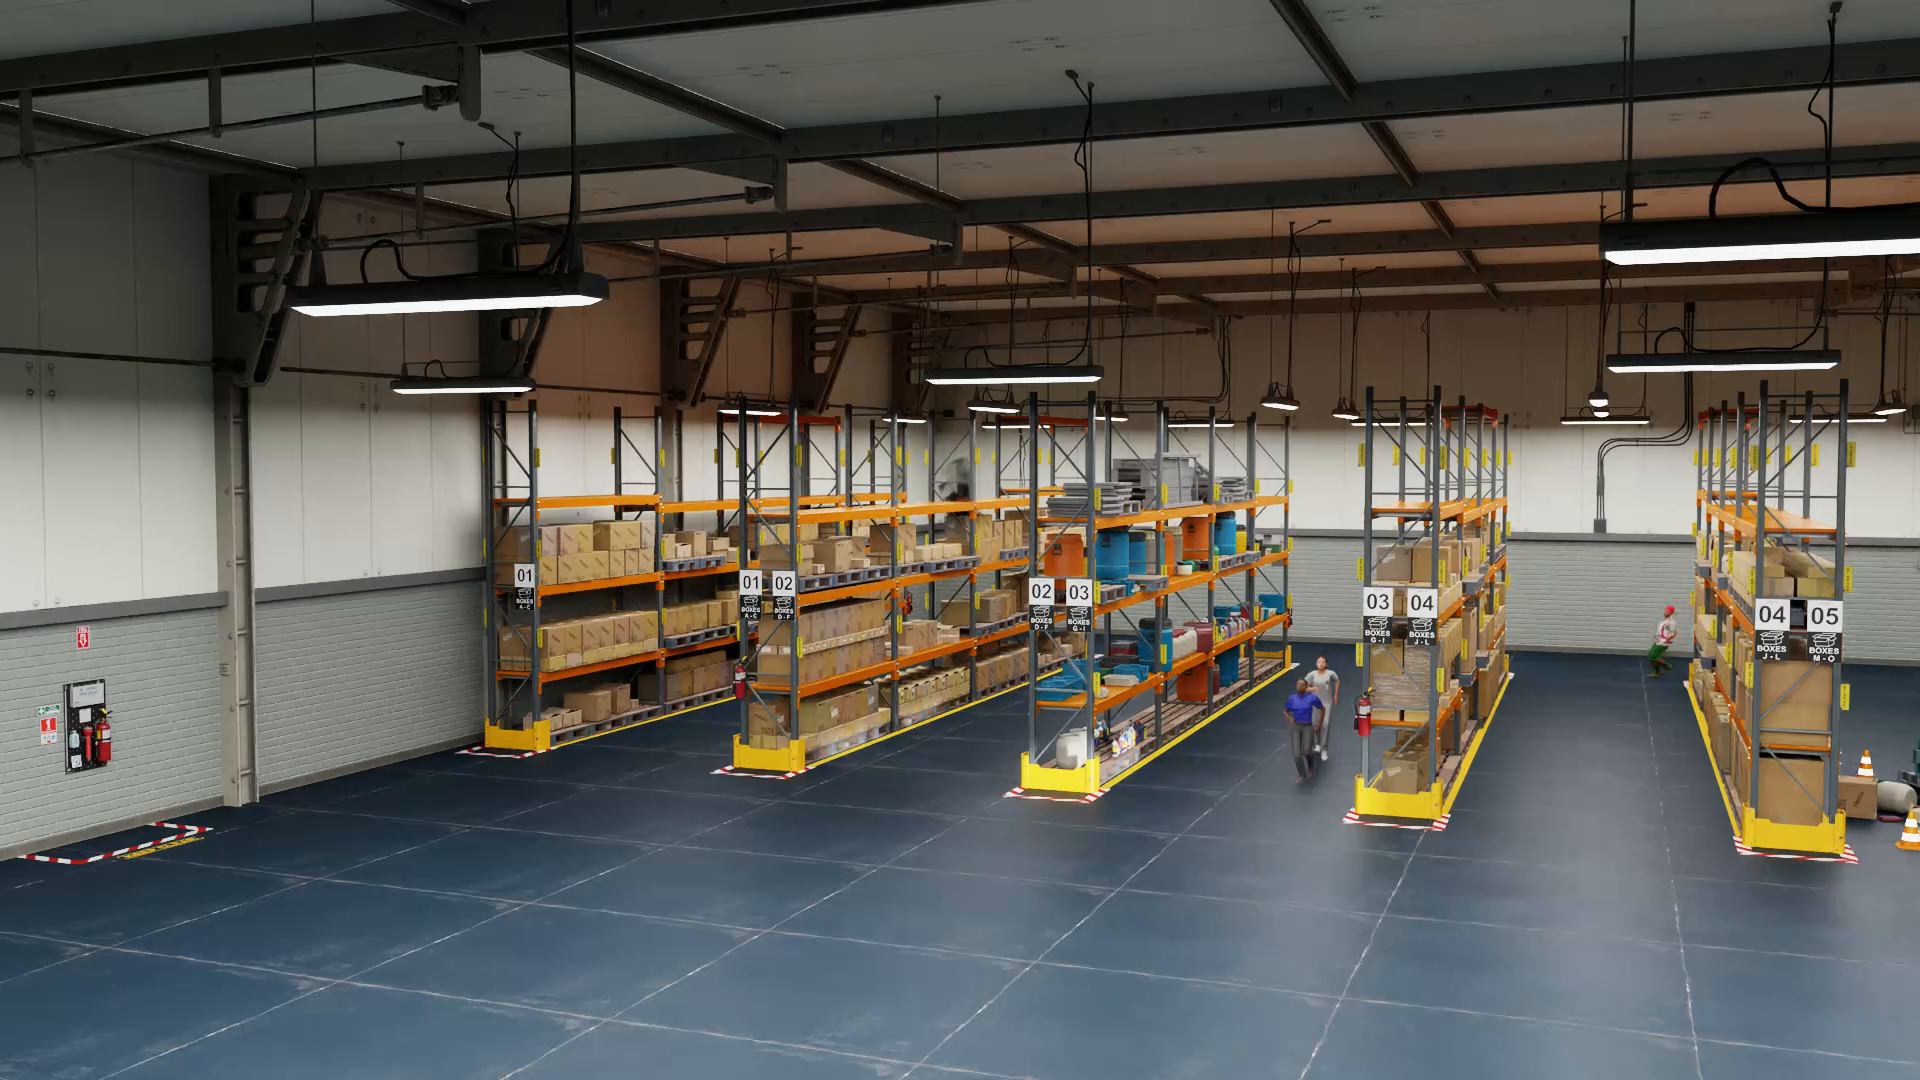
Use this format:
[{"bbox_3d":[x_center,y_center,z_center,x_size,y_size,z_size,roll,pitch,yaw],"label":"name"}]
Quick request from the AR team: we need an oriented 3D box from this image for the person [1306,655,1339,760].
[{"bbox_3d":[6.054,2.787,27.877,0.554,1.737,0.797,1,3,18],"label":"person"}]

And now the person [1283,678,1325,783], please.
[{"bbox_3d":[5.246,2.933,25.490,0.624,1.624,0.537,1,3,23],"label":"person"}]

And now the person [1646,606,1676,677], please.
[{"bbox_3d":[15.902,2.310,37.700,0.534,1.686,0.740,1,3,13],"label":"person"}]
